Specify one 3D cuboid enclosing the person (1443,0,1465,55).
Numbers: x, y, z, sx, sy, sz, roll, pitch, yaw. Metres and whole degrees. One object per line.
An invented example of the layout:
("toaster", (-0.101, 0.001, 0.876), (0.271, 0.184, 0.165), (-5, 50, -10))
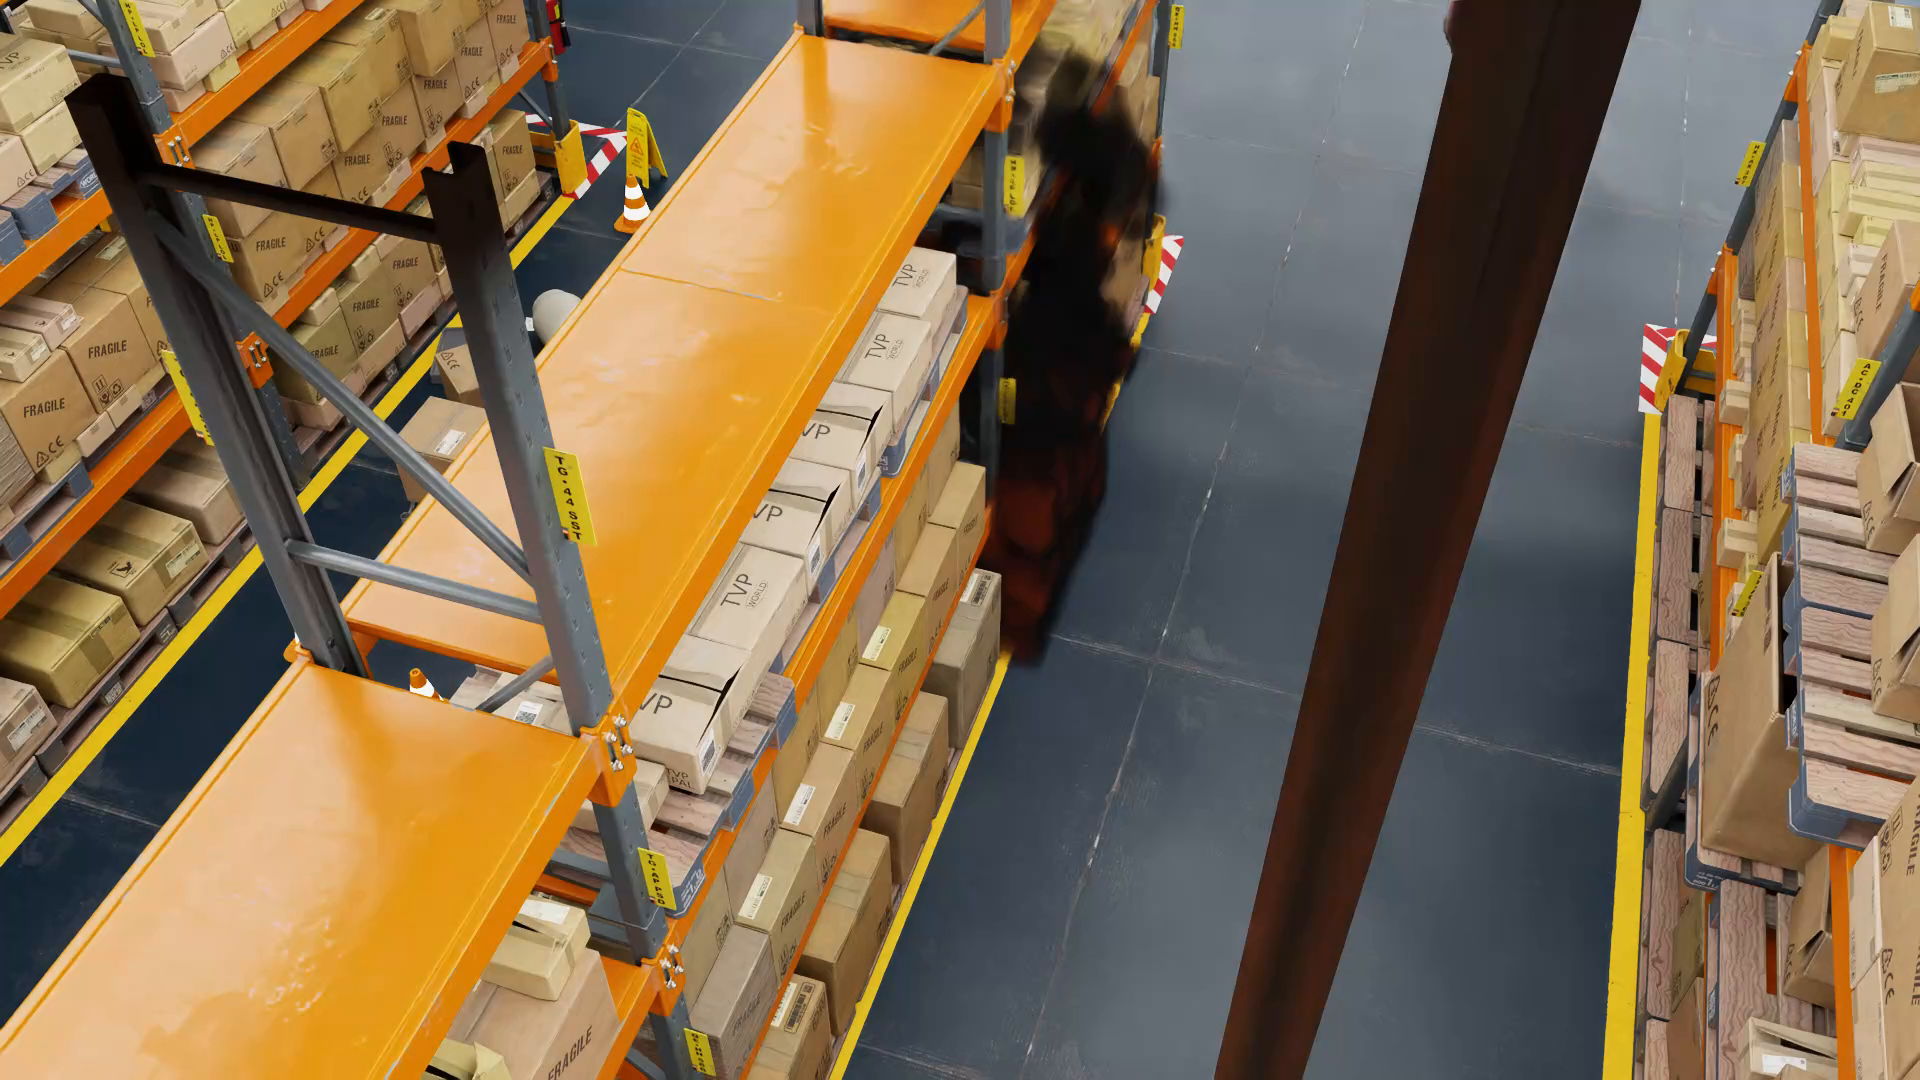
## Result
("person", (4.411, -4.672, 14.477), (0.677, 1.777, 0.731), (-24, 50, -22))
